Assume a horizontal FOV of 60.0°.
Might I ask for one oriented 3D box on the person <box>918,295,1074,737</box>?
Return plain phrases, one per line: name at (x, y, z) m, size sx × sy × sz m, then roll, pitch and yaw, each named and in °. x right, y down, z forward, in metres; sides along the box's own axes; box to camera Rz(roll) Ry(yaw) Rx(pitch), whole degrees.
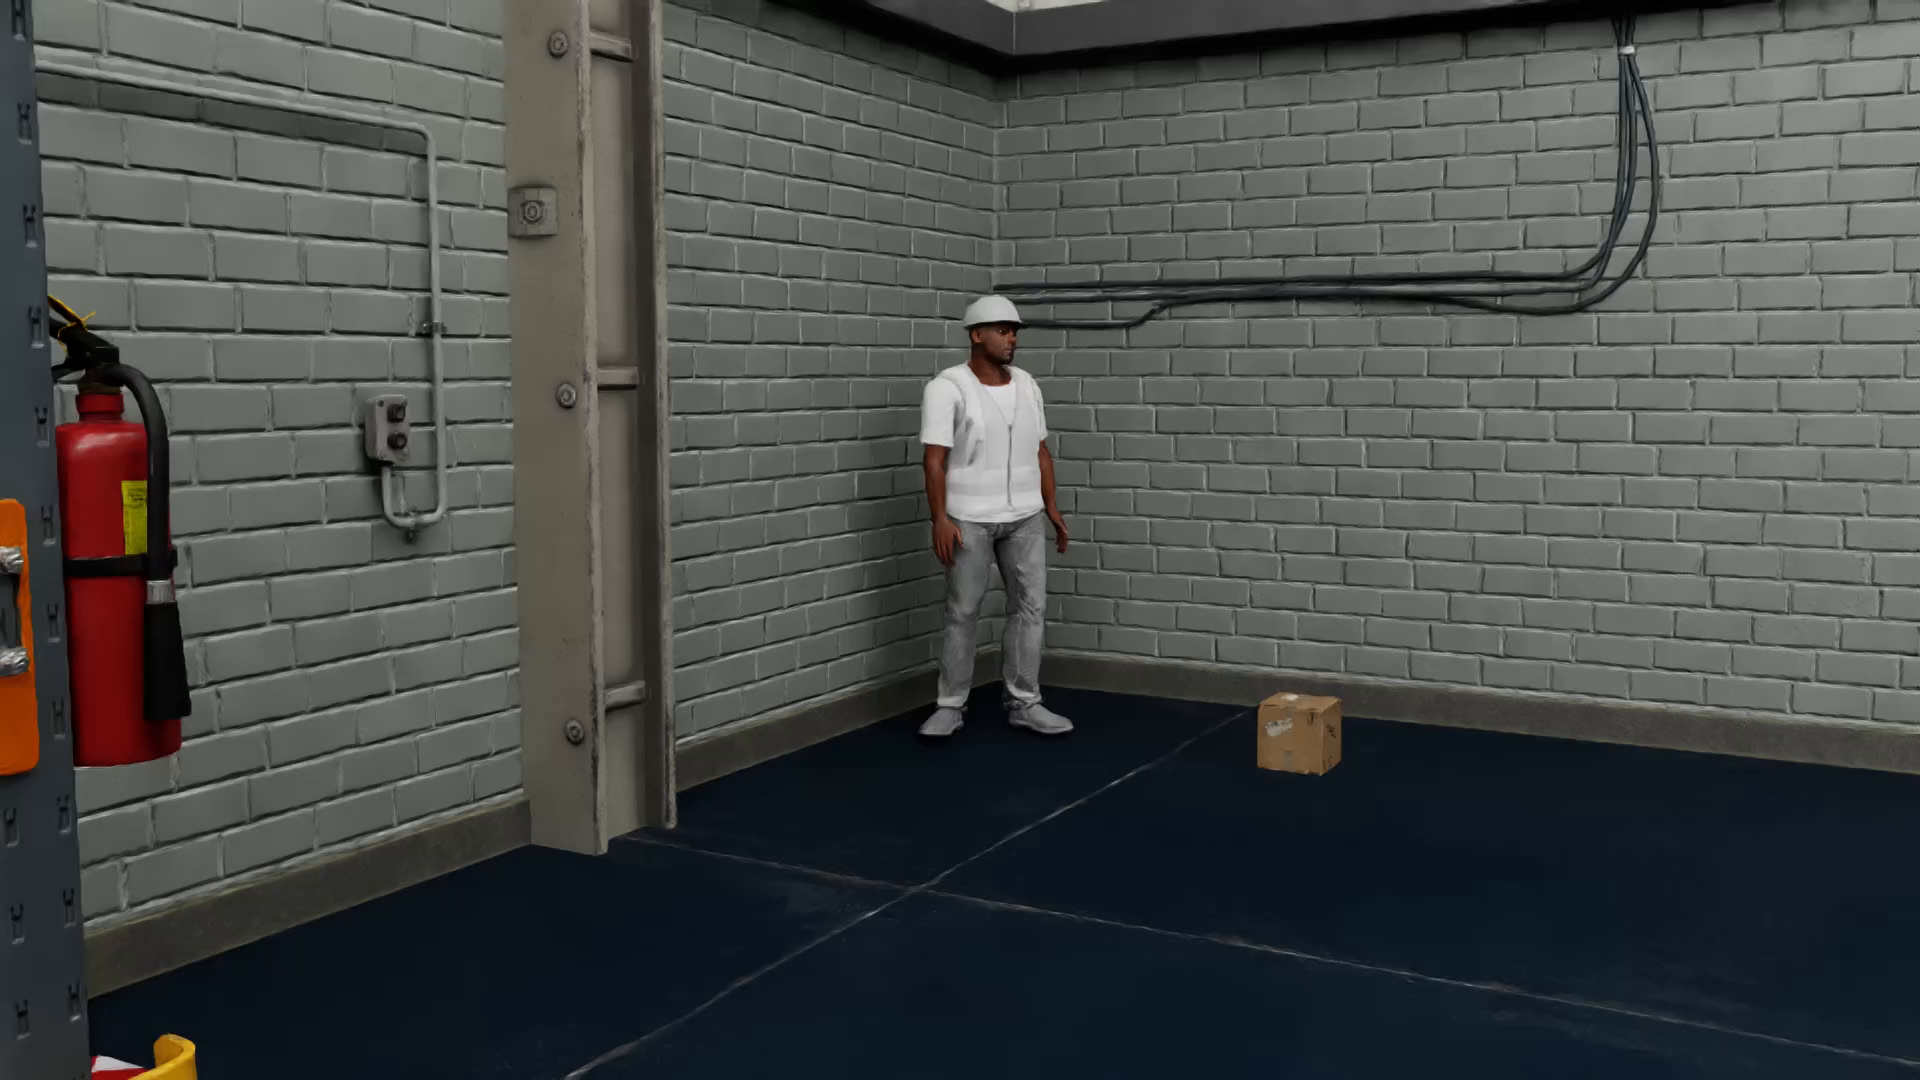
person at (0.135, -0.094, 6.714) m, size 0.663 × 1.771 × 0.377 m, roll -3°, pitch 7°, yaw -26°
